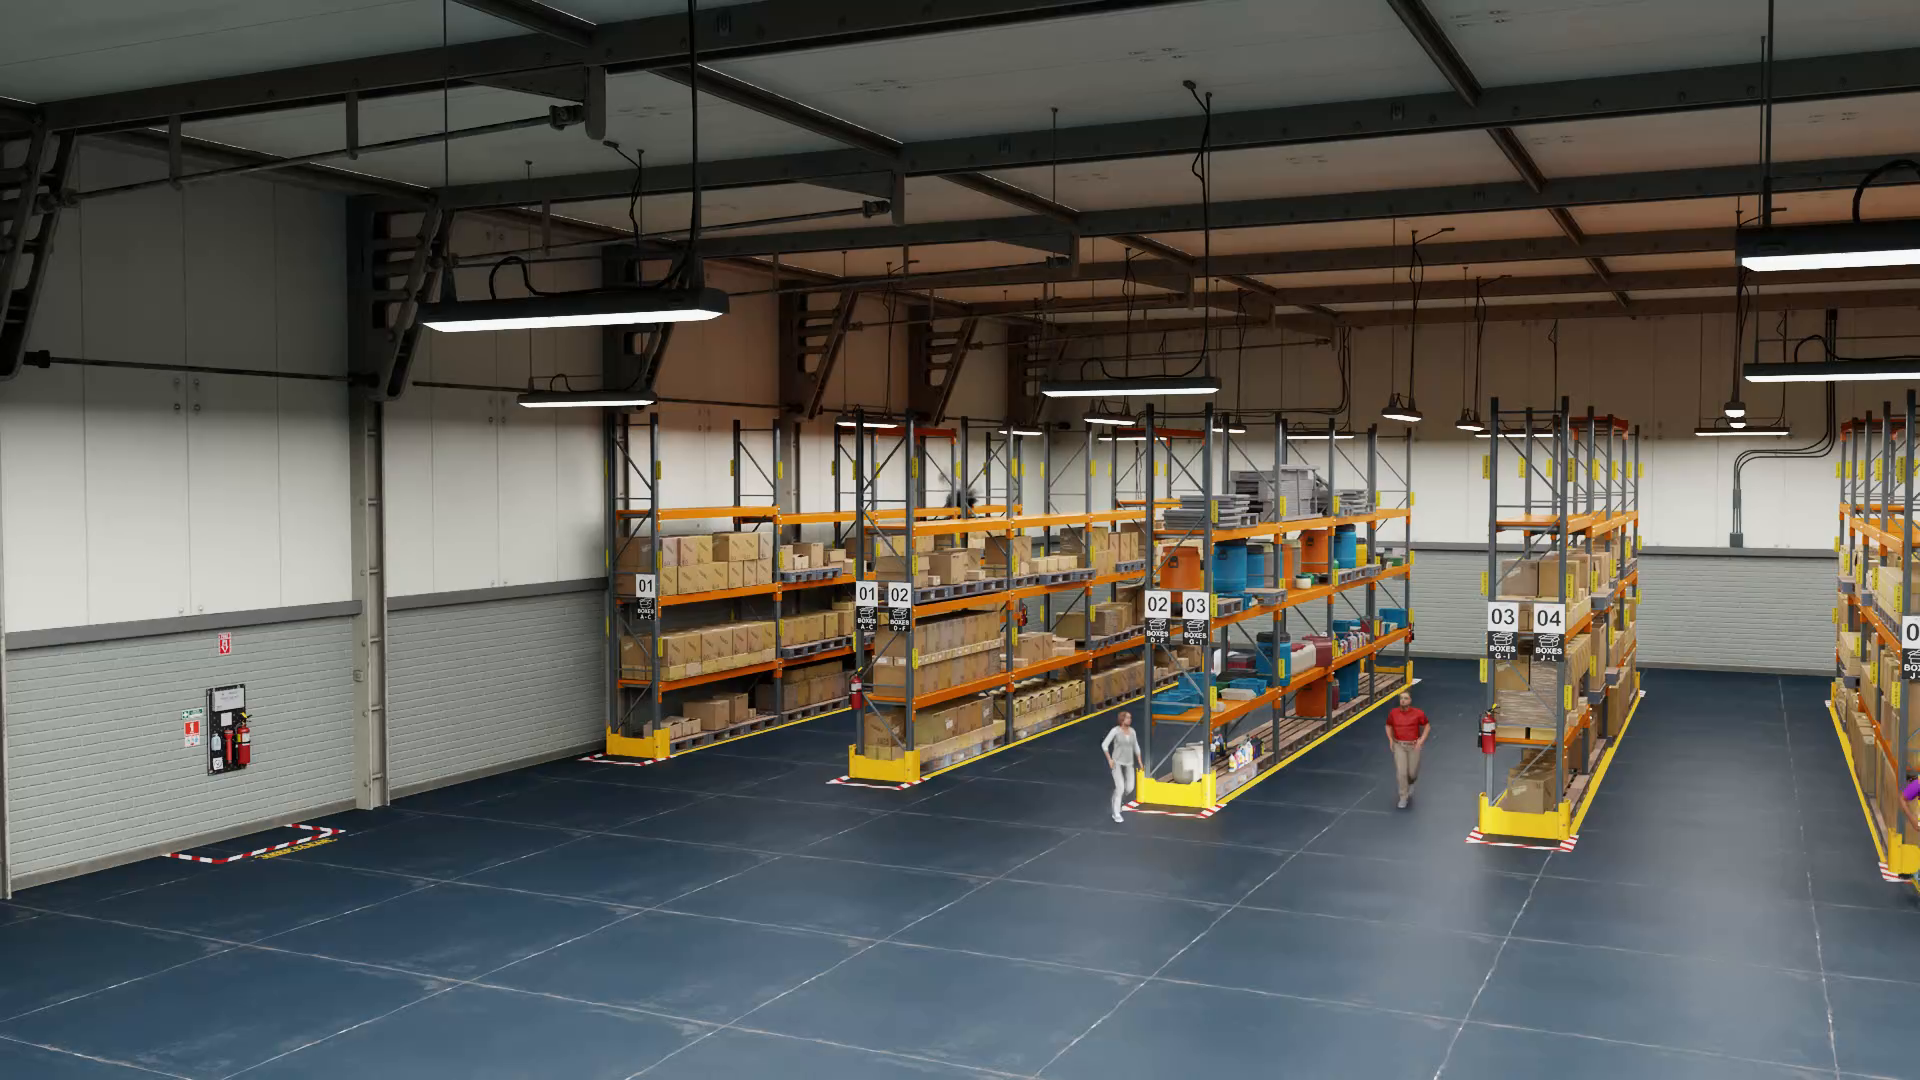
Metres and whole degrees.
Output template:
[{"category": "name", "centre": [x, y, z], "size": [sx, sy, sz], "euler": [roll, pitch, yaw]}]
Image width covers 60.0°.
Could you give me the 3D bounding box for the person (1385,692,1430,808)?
[{"category": "person", "centre": [6.692, 3.118, 24.906], "size": [0.658, 1.705, 0.612], "euler": [1, 3, 21]}]

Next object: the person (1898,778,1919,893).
[{"category": "person", "centre": [11.142, 3.331, 18.931], "size": [0.715, 1.781, 0.922], "euler": [0, 2, -5]}]

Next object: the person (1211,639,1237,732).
[{"category": "person", "centre": [5.087, 2.756, 32.003], "size": [0.678, 1.790, 0.861], "euler": [1, 3, 25]}]

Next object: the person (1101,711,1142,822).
[{"category": "person", "centre": [2.335, 3.238, 23.860], "size": [0.600, 1.549, 0.474], "euler": [-1, 3, -19]}]
